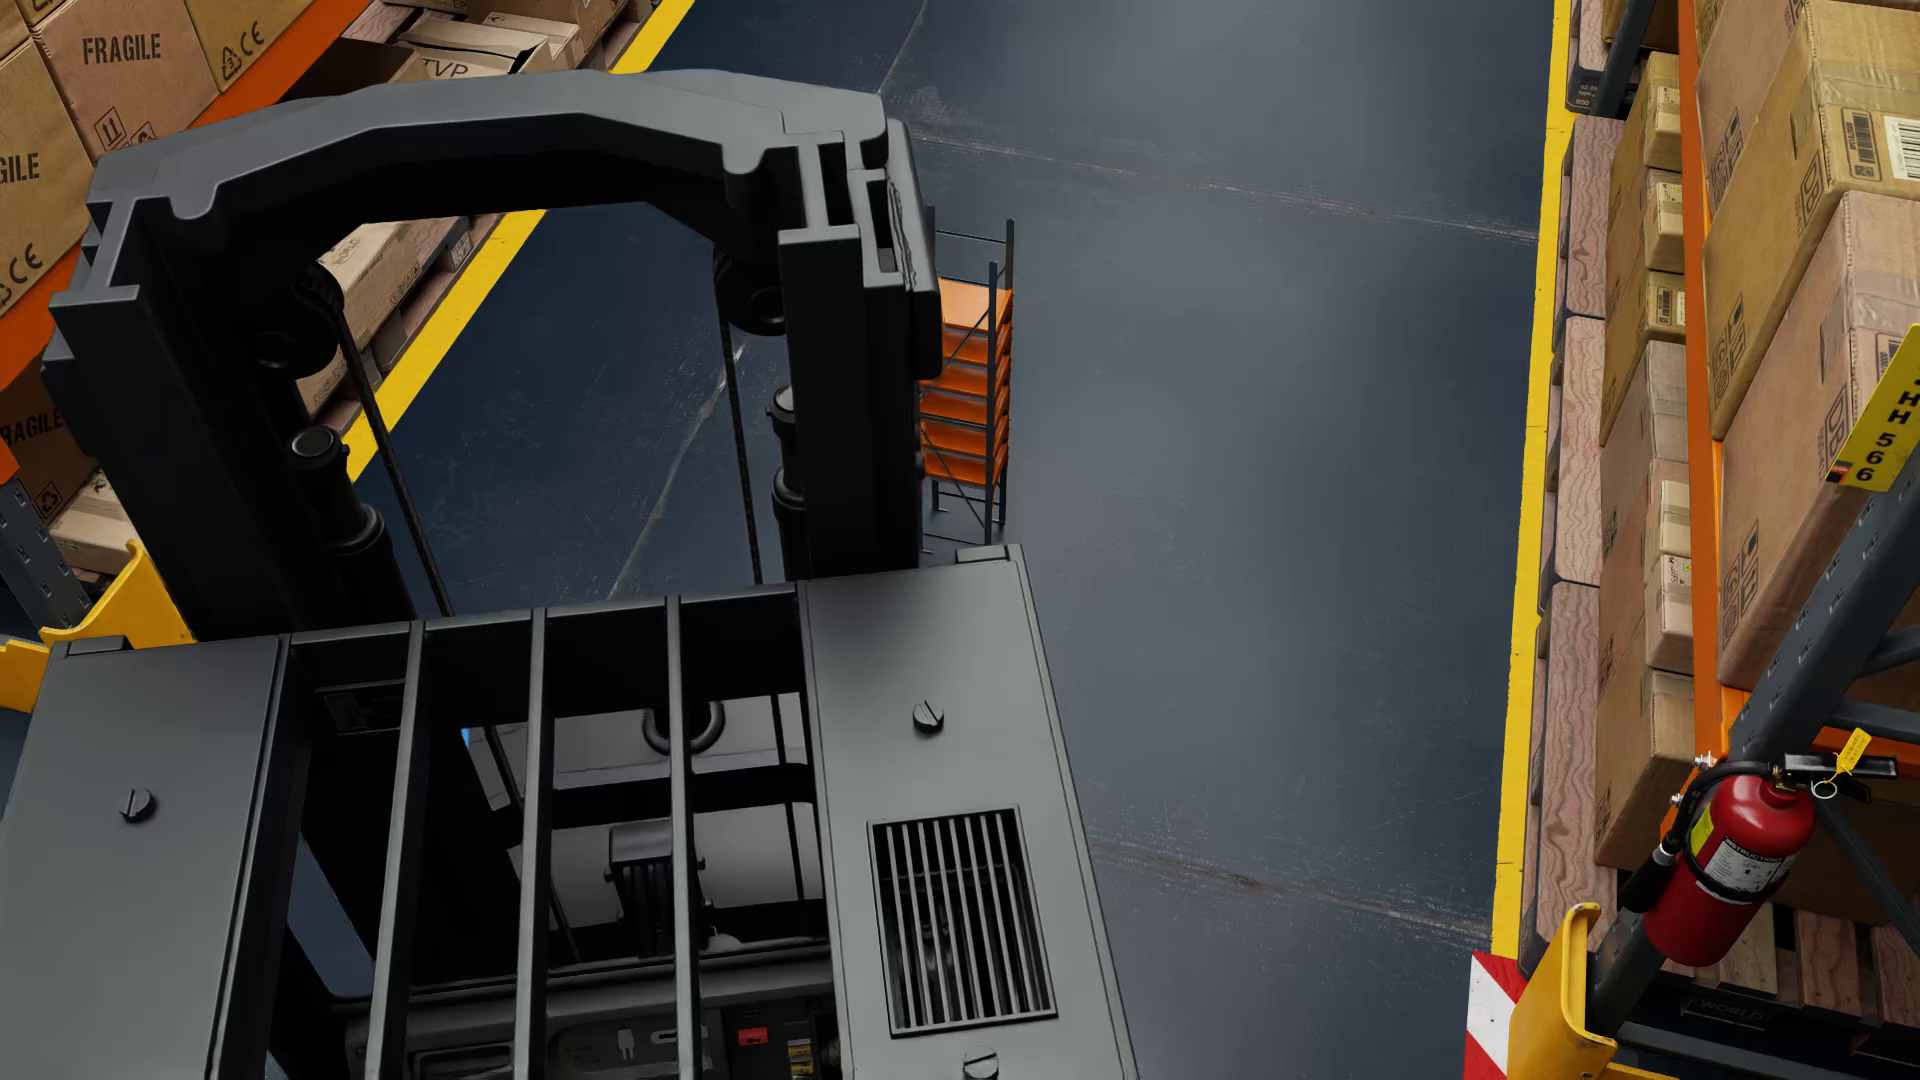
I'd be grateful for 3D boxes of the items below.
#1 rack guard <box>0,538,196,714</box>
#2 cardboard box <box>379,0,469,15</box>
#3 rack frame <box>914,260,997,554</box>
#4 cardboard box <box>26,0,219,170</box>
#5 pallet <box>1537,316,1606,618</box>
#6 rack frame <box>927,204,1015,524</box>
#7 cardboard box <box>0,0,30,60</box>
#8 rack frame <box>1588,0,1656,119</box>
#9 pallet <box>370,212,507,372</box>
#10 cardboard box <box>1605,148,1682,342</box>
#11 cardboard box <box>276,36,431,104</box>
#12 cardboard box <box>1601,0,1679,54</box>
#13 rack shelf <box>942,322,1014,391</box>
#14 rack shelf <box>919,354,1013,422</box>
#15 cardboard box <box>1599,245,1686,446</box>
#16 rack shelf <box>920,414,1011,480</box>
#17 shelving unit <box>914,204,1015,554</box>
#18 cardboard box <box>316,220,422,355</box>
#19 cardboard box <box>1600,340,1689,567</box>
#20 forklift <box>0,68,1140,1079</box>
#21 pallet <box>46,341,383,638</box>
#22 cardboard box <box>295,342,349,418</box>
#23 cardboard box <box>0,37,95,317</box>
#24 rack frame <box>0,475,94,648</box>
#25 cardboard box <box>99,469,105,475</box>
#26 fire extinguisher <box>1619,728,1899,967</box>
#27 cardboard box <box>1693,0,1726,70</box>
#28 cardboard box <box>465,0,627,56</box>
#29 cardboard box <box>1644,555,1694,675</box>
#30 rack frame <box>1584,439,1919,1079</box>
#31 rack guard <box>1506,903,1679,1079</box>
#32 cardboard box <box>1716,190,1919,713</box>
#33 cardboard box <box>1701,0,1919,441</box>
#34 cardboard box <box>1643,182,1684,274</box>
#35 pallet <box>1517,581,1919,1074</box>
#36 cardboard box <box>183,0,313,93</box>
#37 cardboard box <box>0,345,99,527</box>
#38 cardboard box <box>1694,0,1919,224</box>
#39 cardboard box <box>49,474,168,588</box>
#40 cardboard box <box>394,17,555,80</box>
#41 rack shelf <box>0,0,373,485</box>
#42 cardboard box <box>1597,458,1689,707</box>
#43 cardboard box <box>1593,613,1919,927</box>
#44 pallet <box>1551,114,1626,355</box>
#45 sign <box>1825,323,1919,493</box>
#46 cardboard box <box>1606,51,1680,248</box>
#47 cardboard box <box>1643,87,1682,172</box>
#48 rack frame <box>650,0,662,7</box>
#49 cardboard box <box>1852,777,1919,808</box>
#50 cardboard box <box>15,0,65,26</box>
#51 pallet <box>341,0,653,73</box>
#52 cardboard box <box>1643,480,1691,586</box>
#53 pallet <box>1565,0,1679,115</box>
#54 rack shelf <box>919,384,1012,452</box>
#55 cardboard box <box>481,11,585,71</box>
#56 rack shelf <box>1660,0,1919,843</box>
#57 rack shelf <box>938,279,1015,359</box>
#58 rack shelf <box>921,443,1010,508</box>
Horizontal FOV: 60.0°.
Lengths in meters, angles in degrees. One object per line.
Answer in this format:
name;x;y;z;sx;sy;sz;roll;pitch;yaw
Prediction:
rack guard;-2.831;0.185;4.754;1.175;0.500;0.348;12;50;10
cardboard box;-2.117;-2.476;6.934;0.500;0.311;0.500;12;50;10
rack frame;-0.020;-0.341;4.751;0.240;1.200;0.006;12;50;10
cardboard box;-2.349;-1.264;4.298;0.500;0.500;0.500;11;50;10
pallet;2.387;-0.164;5.254;1.003;0.211;1.213;12;50;10
rack frame;0.028;-0.474;4.868;0.240;1.200;0.006;12;50;10
cardboard box;-2.480;-1.221;3.593;0.500;0.500;0.500;13;50;11
rack frame;2.982;-2.506;5.461;1.000;3.000;0.127;12;50;10
pallet;-2.299;-1.176;6.148;1.003;0.211;1.213;12;50;10
cardboard box;2.551;-0.934;5.461;0.700;0.500;0.500;11;50;10
cardboard box;-2.288;-1.441;5.892;0.797;0.503;0.637;12;50;10
cardboard box;3.027;-2.430;6.547;0.750;0.750;0.750;12;50;10
rack shelf;0.004;-0.537;4.663;0.258;0.103;0.180;12;50;10
rack shelf;0.004;-0.458;4.753;0.258;0.103;0.180;12;50;10
cardboard box;2.413;-0.564;5.134;0.700;0.500;0.500;13;50;11
rack shelf;0.004;-0.299;4.933;0.258;0.103;0.180;12;50;10
shelving unit;0.004;-0.408;4.809;0.258;1.200;0.189;12;50;10
cardboard box;-2.171;-0.884;5.570;0.500;0.250;0.500;12;50;10
cardboard box;2.280;-0.177;4.792;0.700;0.500;0.500;10;49;9
forklift;-0.422;0.964;2.444;1.130;2.935;3.031;-6;49;-5
pallet;-2.622;-0.297;5.371;1.003;0.211;1.213;12;50;10
cardboard box;-2.303;-0.522;5.251;0.500;0.250;0.500;12;50;10
cardboard box;-2.480;-0.890;3.968;0.500;0.500;0.500;13;50;11
rack frame;-2.851;-0.588;3.768;1.000;3.000;0.127;12;50;10
cardboard box;-2.344;-0.212;5.032;0.380;0.166;0.250;12;50;10
fire extinguisher;1.444;0.554;3.061;0.296;0.674;0.183;12;50;10
cardboard box;2.626;-1.689;4.540;0.980;0.700;0.700;10;49;9
cardboard box;-1.675;-2.331;6.681;0.500;0.500;0.500;12;50;10
cardboard box;1.875;0.206;4.022;0.380;0.149;0.250;11;49;10
rack frame;1.929;0.387;2.908;1.000;3.000;0.127;12;50;10
rack guard;1.923;1.232;3.829;1.175;0.500;0.348;12;50;10
cardboard box;2.054;-0.083;3.122;0.980;0.700;0.700;14;50;12
cardboard box;2.234;-0.611;3.589;0.980;0.700;0.700;11;50;10
cardboard box;2.283;-0.923;5.018;0.380;0.149;0.250;10;49;9
pallet;2.064;0.716;4.477;1.003;0.211;1.213;12;50;10
cardboard box;-2.214;-1.626;4.618;0.500;0.500;0.500;11;50;10
cardboard box;-2.946;-0.348;4.930;0.500;0.500;0.500;12;50;10
cardboard box;2.444;-1.161;4.074;0.980;0.700;0.700;9;49;8
cardboard box;-2.409;-0.025;4.879;0.380;0.149;0.250;12;50;10
cardboard box;-1.872;-1.726;6.273;0.500;0.311;0.500;12;50;10
rack shelf;-2.325;-1.796;5.314;1.077;0.370;4.000;12;50;10
cardboard box;2.148;0.187;4.471;0.700;0.500;0.500;11;50;10
cardboard box;2.017;0.549;4.152;0.700;0.500;0.500;12;50;10
pallet;2.706;-1.049;6.035;1.003;0.211;1.213;12;50;10
sign;1.409;-0.191;2.488;0.100;0.325;0.005;12;50;10
cardboard box;2.686;-1.297;5.781;0.700;0.500;0.500;12;50;11
cardboard box;2.420;-1.300;5.351;0.380;0.149;0.250;13;50;11
rack frame;-1.798;-3.481;6.322;1.000;3.000;0.127;12;50;10
cardboard box;2.177;0.465;3.794;0.380;0.149;0.250;12;50;10
cardboard box;-2.350;-1.600;3.928;0.500;0.500;0.500;12;50;10
pallet;-1.980;-2.062;6.929;1.003;0.211;1.213;12;50;10
cardboard box;1.941;0.021;4.185;0.380;0.149;0.250;13;50;11
pallet;3.112;-2.156;7.012;1.003;0.211;1.213;12;50;10
rack shelf;0.004;-0.378;4.843;0.258;0.103;0.180;12;50;10
cardboard box;-1.715;-1.932;6.562;0.380;0.149;0.250;12;50;10
rack shelf;2.455;-0.821;4.454;1.077;0.370;4.000;12;50;10
rack shelf;0.004;-0.616;4.573;0.258;0.103;0.180;12;50;10
rack shelf;0.004;-0.219;5.023;0.258;0.103;0.180;12;50;10
